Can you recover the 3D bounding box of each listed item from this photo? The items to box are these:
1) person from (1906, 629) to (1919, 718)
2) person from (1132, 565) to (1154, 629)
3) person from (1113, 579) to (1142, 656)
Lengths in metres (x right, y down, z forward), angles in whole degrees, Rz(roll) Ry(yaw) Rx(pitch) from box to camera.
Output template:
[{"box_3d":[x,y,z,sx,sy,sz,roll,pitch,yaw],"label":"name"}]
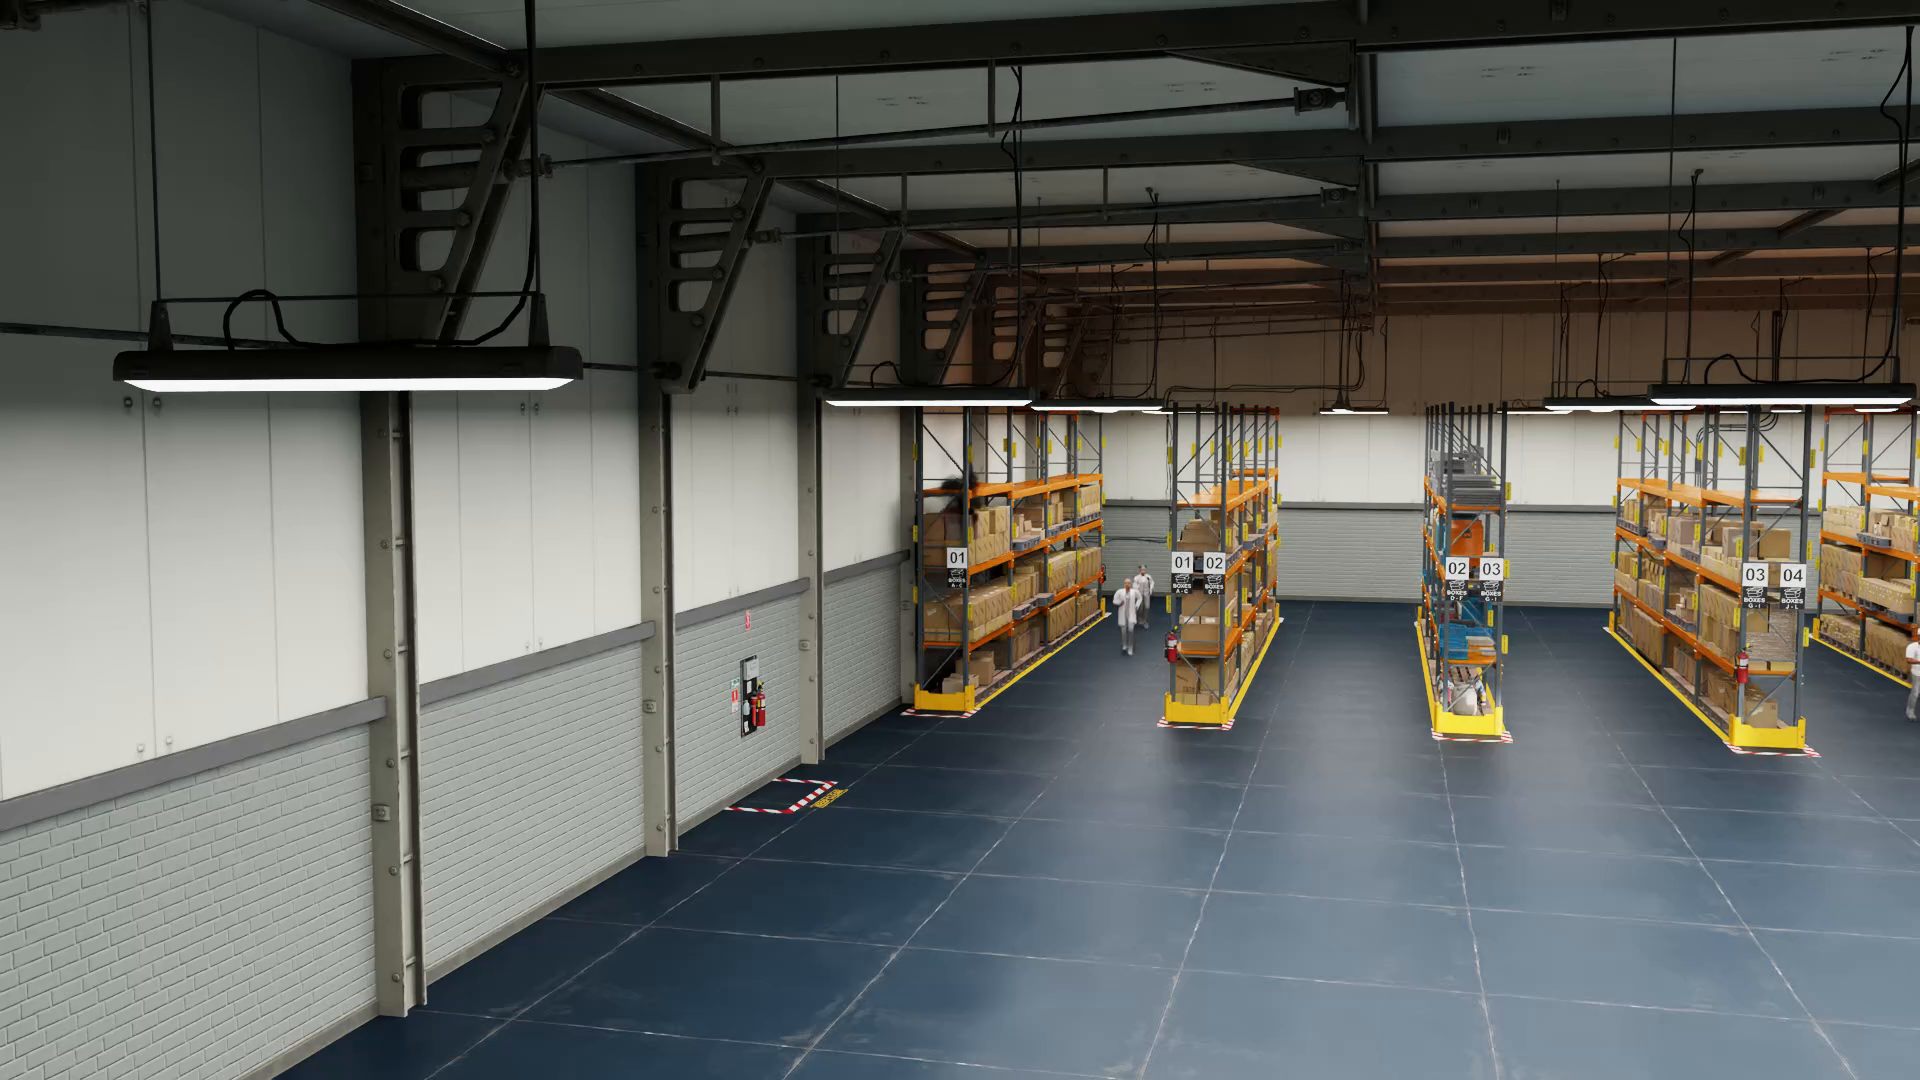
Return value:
[{"box_3d":[17.982,2.544,31.046,0.675,1.827,0.785,0,4,6],"label":"person"},{"box_3d":[4.983,1.538,45.282,0.598,1.753,0.775,0,4,3],"label":"person"},{"box_3d":[4.053,1.850,40.308,0.701,1.837,0.801,1,4,9],"label":"person"}]
